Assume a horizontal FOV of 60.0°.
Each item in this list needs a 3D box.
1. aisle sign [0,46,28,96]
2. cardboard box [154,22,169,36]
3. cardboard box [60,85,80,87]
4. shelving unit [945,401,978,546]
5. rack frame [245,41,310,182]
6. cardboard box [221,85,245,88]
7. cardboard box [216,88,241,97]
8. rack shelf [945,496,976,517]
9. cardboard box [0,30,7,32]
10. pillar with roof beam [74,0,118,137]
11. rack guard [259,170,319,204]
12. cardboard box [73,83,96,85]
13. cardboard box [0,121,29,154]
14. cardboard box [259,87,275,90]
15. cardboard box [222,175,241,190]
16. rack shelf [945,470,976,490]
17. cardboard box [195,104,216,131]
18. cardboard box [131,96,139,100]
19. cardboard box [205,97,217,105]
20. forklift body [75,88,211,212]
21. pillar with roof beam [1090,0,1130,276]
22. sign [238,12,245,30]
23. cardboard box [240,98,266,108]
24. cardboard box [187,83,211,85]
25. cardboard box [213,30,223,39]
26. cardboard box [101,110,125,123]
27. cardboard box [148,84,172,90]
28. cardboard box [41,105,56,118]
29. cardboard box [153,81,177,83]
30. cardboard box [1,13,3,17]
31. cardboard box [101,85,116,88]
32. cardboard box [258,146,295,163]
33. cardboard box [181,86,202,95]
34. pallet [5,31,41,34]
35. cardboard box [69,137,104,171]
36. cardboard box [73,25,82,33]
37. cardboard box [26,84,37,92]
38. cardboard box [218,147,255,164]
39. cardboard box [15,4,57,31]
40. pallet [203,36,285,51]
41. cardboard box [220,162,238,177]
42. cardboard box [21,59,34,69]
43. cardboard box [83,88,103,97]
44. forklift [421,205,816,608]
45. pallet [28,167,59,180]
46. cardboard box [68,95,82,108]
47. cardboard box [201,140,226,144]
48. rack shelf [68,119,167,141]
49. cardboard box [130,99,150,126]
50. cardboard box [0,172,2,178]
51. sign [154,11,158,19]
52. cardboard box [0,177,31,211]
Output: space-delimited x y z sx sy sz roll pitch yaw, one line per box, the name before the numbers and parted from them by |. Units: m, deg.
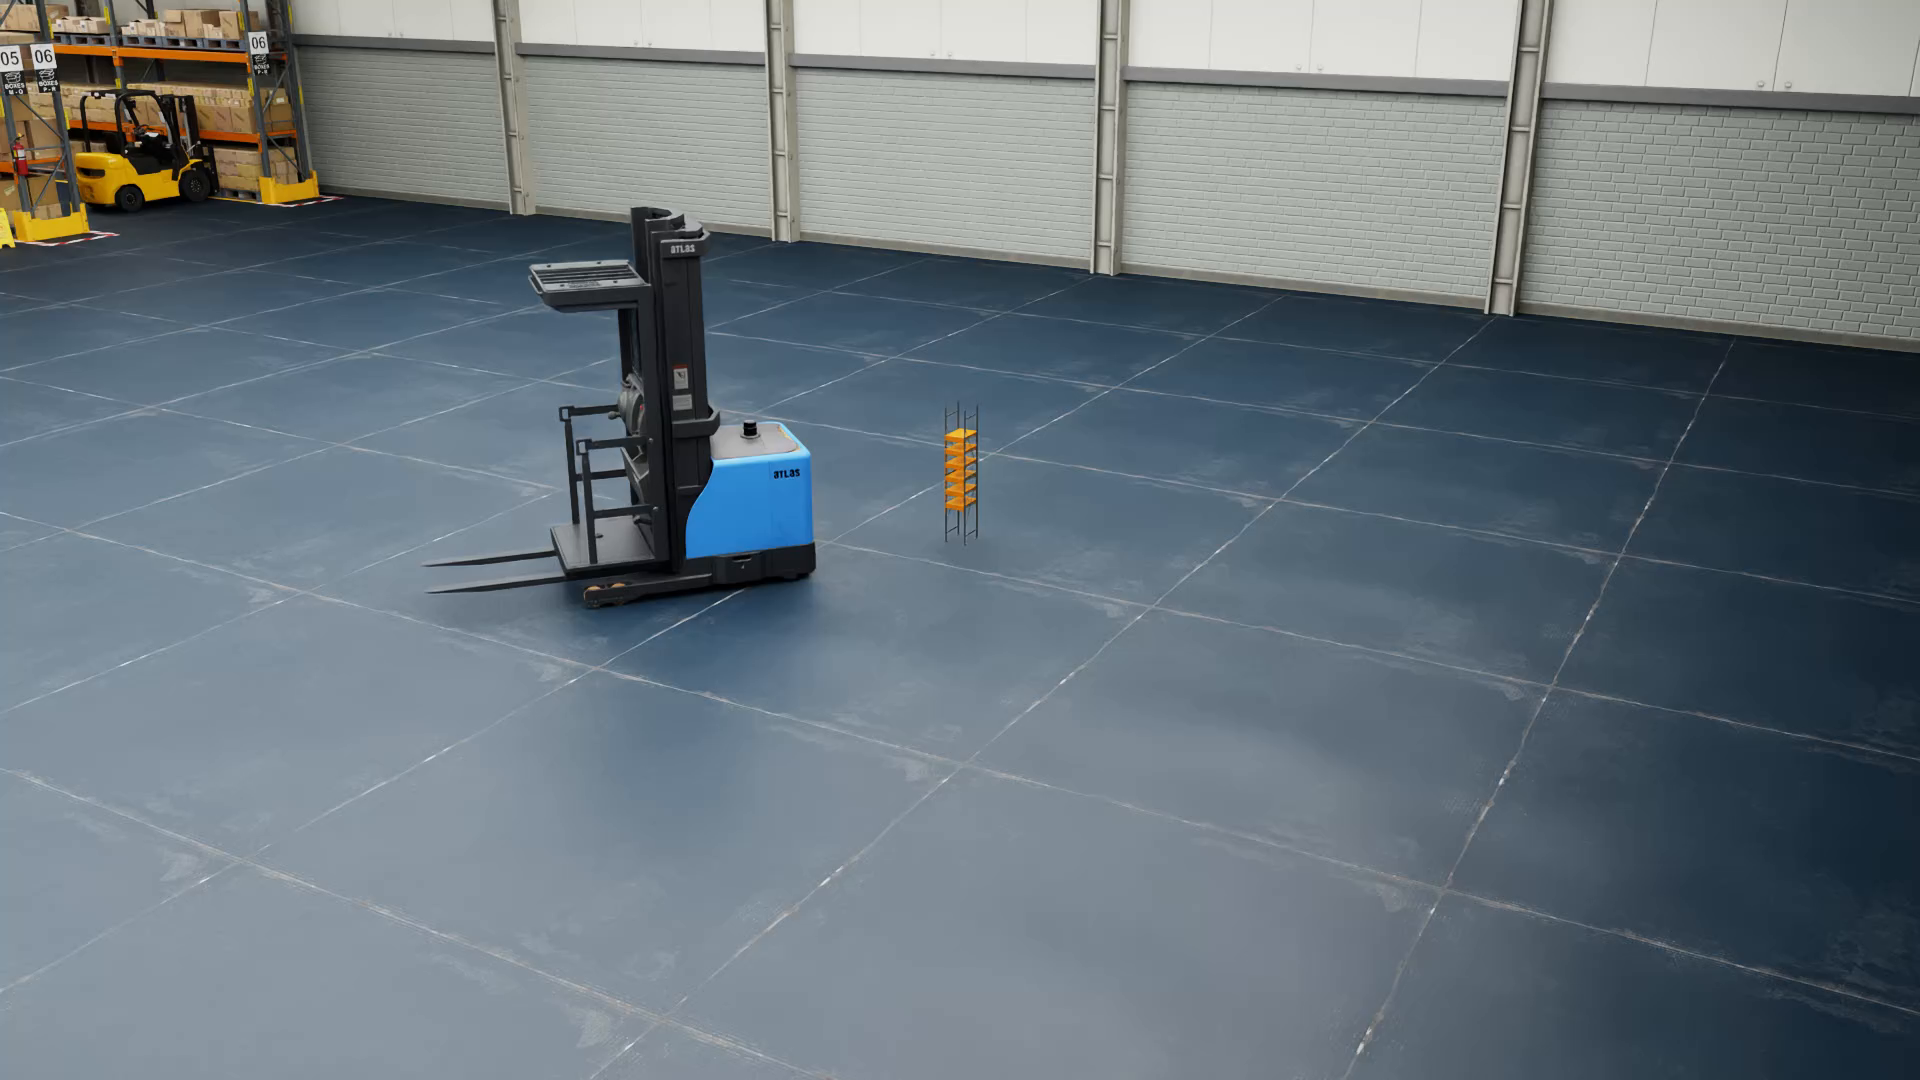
aisle sign | -15.790 -7.813 27.693 0.004 0.787 0.394 11 23 27
cardboard box | -15.630 -10.085 32.805 0.258 0.266 0.396 10 22 26
cardboard box | -18.729 -9.482 35.007 0.250 0.149 0.380 11 23 27
shelving unit | 0.013 -0.562 14.154 0.189 1.200 0.258 11 23 27
rack frame | -13.285 -8.166 32.478 0.127 3.000 1.000 11 23 27
cardboard box | -14.556 -9.025 33.313 0.250 0.149 0.380 10 22 26
cardboard box | -14.354 -8.785 32.651 0.250 0.149 0.380 11 23 28
rack shelf | 0.013 -0.294 14.251 0.180 0.103 0.258 11 23 27
cardboard box | -20.836 -10.849 35.696 0.500 0.250 0.500 10 22 26
pillar with roof beam | -20.791 -11.086 31.731 0.400 9.000 9.100 11 23 27
rack guard | -13.264 -6.987 32.893 0.348 0.500 1.175 11 23 27
cardboard box | -18.710 -9.680 35.553 0.250 0.149 0.380 10 22 26
cardboard box | -16.311 -6.883 28.357 0.500 0.500 0.500 10 22 26
cardboard box | -13.676 -8.840 32.802 0.250 0.149 0.380 12 23 29
cardboard box | -14.279 -7.140 33.067 0.500 0.250 0.500 11 23 27
rack shelf | 0.013 -0.520 14.169 0.180 0.103 0.258 11 23 27
cardboard box | -14.739 -8.391 32.951 0.500 0.500 0.500 10 22 26
cardboard box | -16.627 -9.052 33.822 0.250 0.149 0.380 10 22 26
cardboard box | -14.626 -8.662 32.748 0.250 0.149 0.380 10 22 26
forklift body | -15.830 -7.539 31.995 1.214 2.155 2.313 11 23 27
pillar with roof beam | 0.161 -7.095 20.728 0.400 9.000 9.100 11 23 27
sign | -13.562 -9.796 31.390 0.005 0.325 0.100 11 23 27
cardboard box | -13.724 -8.492 32.279 0.250 0.149 0.380 11 23 28
cardboard box | -15.449 -9.194 33.777 0.250 0.149 0.380 10 22 26
cardboard box | -14.157 -9.750 32.051 0.250 0.149 0.380 10 22 26
cardboard box | -17.345 -8.767 34.354 0.500 0.250 0.500 11 23 29
cardboard box | -16.144 -9.125 33.588 0.250 0.149 0.380 10 22 26
cardboard box | -19.111 -9.111 35.302 0.500 0.250 0.500 10 22 26
cardboard box | -16.351 -9.360 34.235 0.250 0.149 0.380 11 23 27
cardboard box | -20.456 -11.307 35.937 0.250 0.149 0.380 10 22 25
cardboard box | -17.844 -9.493 35.037 0.250 0.149 0.380 11 23 27
cardboard box | -13.612 -7.677 33.080 0.500 0.250 0.500 10 22 26
cardboard box | -15.254 -8.955 33.118 0.250 0.149 0.380 11 23 28
pallet | -19.633 -10.731 35.428 1.003 0.211 1.213 12 23 30
cardboard box | -18.569 -8.251 35.580 0.625 0.625 0.875 10 22 25
cardboard box | -17.885 -10.460 34.009 0.250 0.149 0.380 11 23 27
cardboard box | -19.664 -9.628 35.412 0.250 0.149 0.380 11 23 29
cardboard box | -14.288 -7.608 32.889 0.500 0.250 0.500 11 23 28
cardboard box | -19.266 -10.951 34.847 0.500 0.500 0.700 10 22 26
pallet | -13.890 -9.660 32.327 1.213 0.211 1.003 11 23 27
cardboard box | -14.295 -7.380 32.995 0.500 0.250 0.500 11 22 27
cardboard box | -15.834 -8.131 28.352 0.250 0.149 0.380 11 23 27
cardboard box | -17.900 -9.272 34.429 0.250 0.149 0.380 10 22 26
forklift | -2.745 -1.053 12.969 3.031 2.935 1.130 -7 21 -19
pallet | -19.570 -8.037 36.212 1.213 0.211 1.003 11 23 27
cardboard box | -18.227 -9.171 34.736 0.500 0.250 0.500 11 23 28
cardboard box | -15.369 -8.014 34.009 0.500 0.250 0.500 11 23 28
rack shelf | -18.523 -8.826 35.351 4.000 0.370 1.077 11 23 27
cardboard box | -16.517 -8.727 33.877 0.500 0.500 0.500 10 22 26
cardboard box | -16.882 -6.347 28.828 0.250 0.149 0.380 12 23 29
sign | -16.508 -10.687 34.155 0.005 0.325 0.100 11 23 27
cardboard box | -16.529 -6.001 28.825 0.500 0.500 0.500 11 23 28
